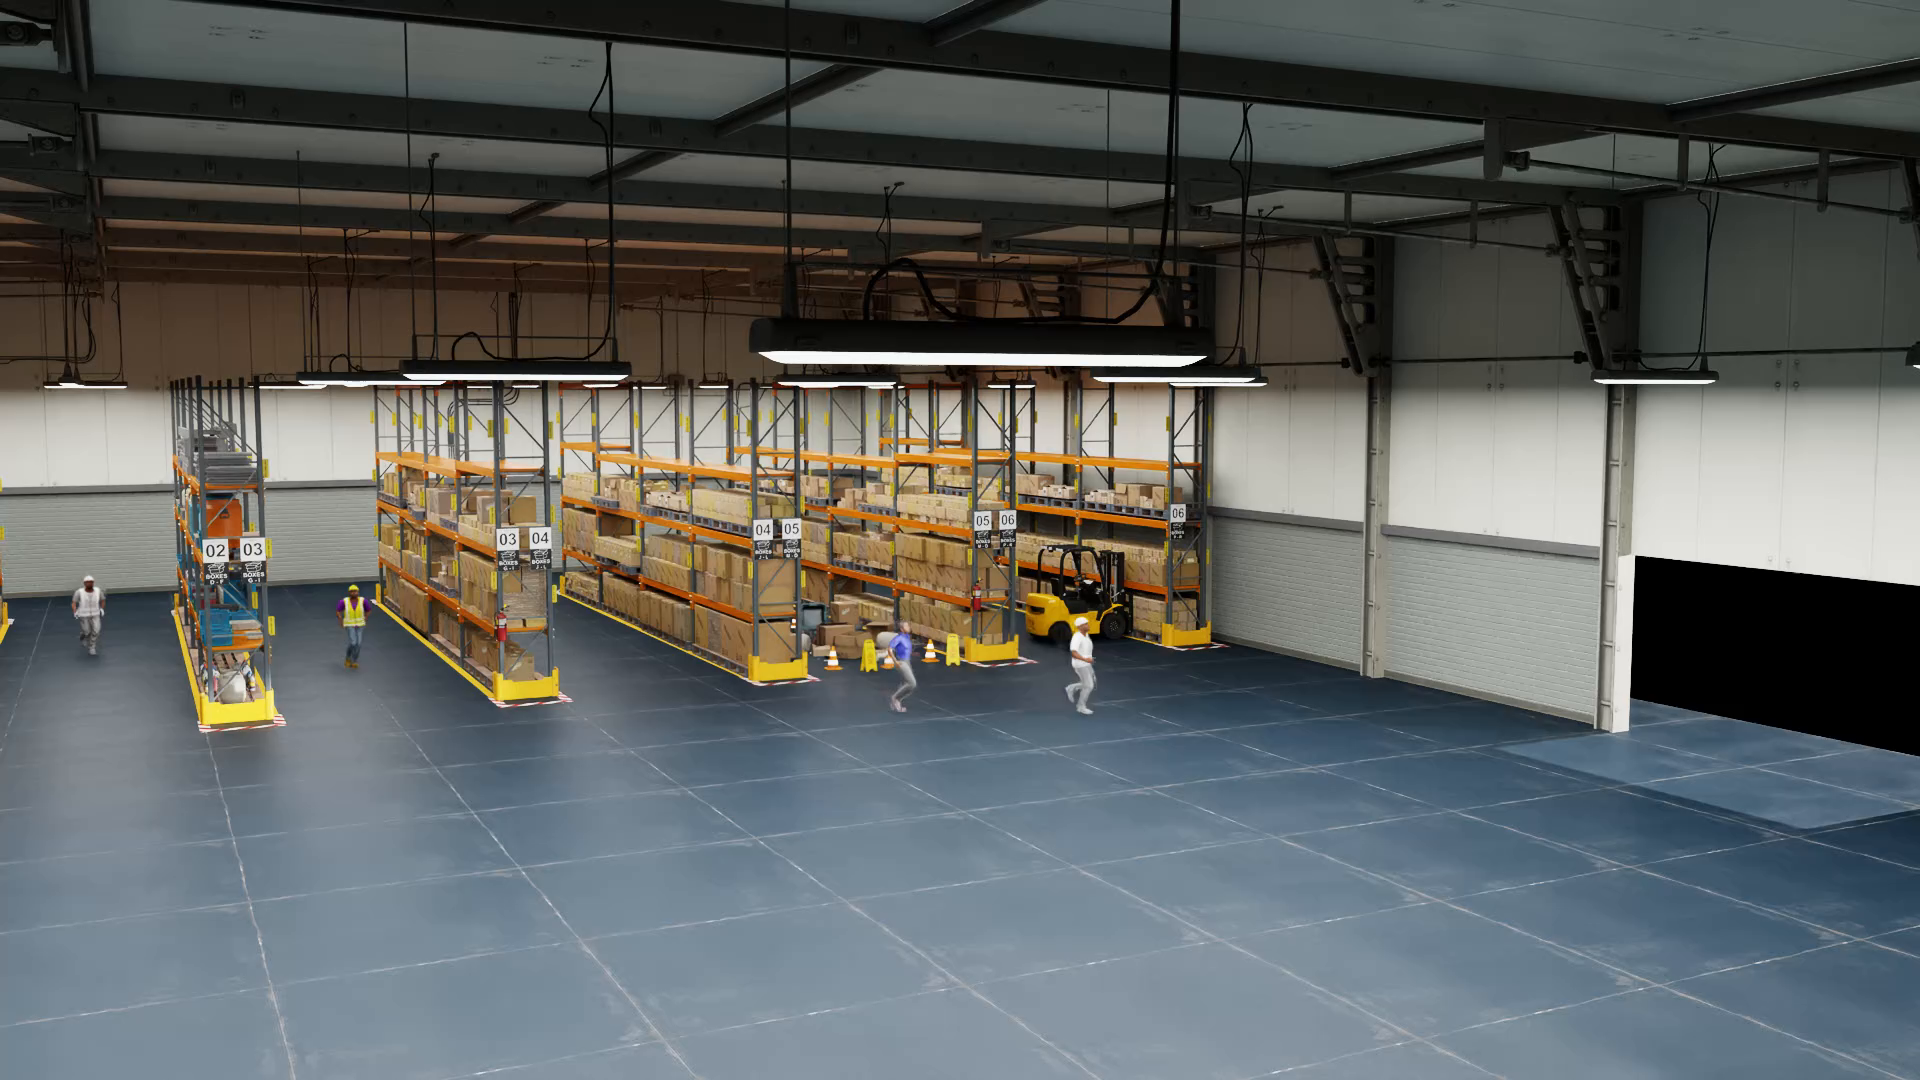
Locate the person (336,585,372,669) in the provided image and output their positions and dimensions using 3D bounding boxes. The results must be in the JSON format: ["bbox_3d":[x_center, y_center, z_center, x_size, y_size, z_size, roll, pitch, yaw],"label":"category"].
[{"bbox_3d":[-12.497,1.794,34.380,0.674,1.735,0.635,-3,6,-31],"label":"person"}]

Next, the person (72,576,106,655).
[{"bbox_3d":[-19.021,1.635,36.334,0.668,1.728,0.639,-4,6,-38],"label":"person"}]

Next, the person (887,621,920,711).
[{"bbox_3d":[-0.990,2.259,29.740,0.546,1.621,0.628,2,5,19],"label":"person"}]

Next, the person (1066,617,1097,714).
[{"bbox_3d":[2.160,2.230,29.715,0.612,1.725,0.736,2,5,19],"label":"person"}]
